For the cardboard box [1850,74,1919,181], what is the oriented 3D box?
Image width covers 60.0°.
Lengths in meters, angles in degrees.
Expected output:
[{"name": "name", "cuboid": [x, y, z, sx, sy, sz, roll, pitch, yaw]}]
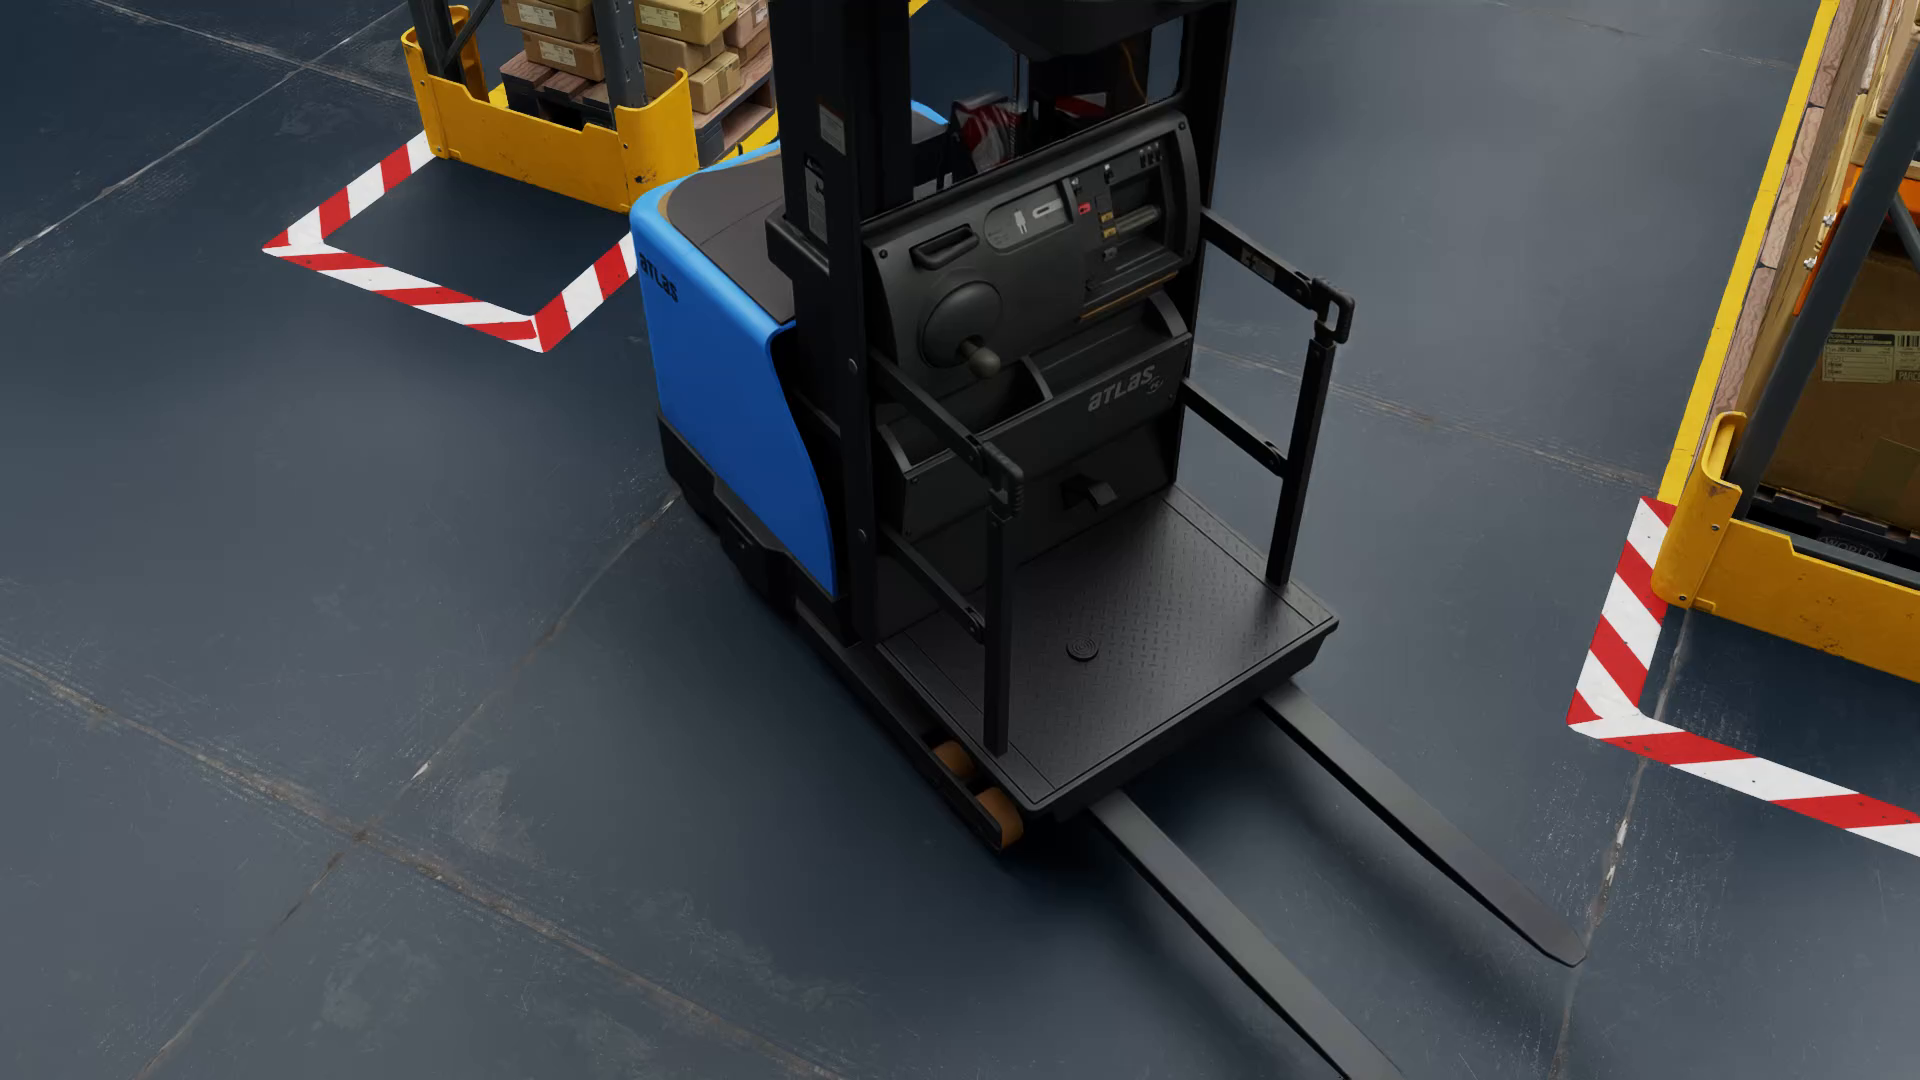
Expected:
[{"name": "cardboard box", "cuboid": [2.580, -1.059, 4.365, 0.380, 0.149, 0.250, 21, 49, 20]}]

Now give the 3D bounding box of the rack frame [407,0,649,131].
[{"name": "rack frame", "cuboid": [-1.640, -2.516, 5.628, 1.000, 3.000, 0.127, 20, 49, 19]}]

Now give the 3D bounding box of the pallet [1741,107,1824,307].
[{"name": "pallet", "cuboid": [3.575, -1.130, 6.218, 1.003, 0.211, 1.213, 20, 49, 19]}]

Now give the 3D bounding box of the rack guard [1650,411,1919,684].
[{"name": "rack guard", "cuboid": [2.695, 0.079, 4.820, 1.175, 0.500, 0.348, 20, 49, 19]}]

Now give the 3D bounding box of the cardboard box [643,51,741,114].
[{"name": "cardboard box", "cuboid": [-1.114, -1.886, 6.714, 0.380, 0.149, 0.250, 21, 49, 20]}]

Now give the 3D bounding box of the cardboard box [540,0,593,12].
[{"name": "cardboard box", "cuboid": [-1.619, -2.288, 6.693, 0.380, 0.149, 0.250, 21, 49, 19]}]

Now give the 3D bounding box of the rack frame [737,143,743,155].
[{"name": "rack frame", "cuboid": [-0.622, -0.861, 5.468, 0.006, 0.900, 0.240, -29, 52, -26]}]

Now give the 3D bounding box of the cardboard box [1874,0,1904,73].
[{"name": "cardboard box", "cuboid": [2.817, -1.382, 4.684, 0.380, 0.149, 0.250, 21, 49, 19]}]

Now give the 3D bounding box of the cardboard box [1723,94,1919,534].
[{"name": "cardboard box", "cuboid": [2.932, -0.645, 4.977, 0.875, 0.875, 0.875, 20, 49, 19]}]

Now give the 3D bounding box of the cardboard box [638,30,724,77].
[{"name": "cardboard box", "cuboid": [-1.170, -2.011, 6.629, 0.380, 0.149, 0.250, 22, 49, 21]}]

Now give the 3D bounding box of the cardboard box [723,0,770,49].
[{"name": "cardboard box", "cuboid": [-0.993, -2.165, 6.781, 0.380, 0.149, 0.250, 20, 49, 19]}]

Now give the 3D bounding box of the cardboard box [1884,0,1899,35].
[{"name": "cardboard box", "cuboid": [2.934, -1.539, 4.839, 0.380, 0.149, 0.250, 21, 49, 20]}]

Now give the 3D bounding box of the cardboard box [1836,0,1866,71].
[{"name": "cardboard box", "cuboid": [4.186, -2.346, 6.658, 0.875, 0.875, 0.875, 20, 49, 19]}]

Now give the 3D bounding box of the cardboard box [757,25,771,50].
[{"name": "cardboard box", "cuboid": [-0.955, -2.236, 7.061, 0.380, 0.149, 0.250, 21, 49, 19]}]

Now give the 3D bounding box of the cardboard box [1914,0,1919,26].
[{"name": "cardboard box", "cuboid": [2.699, -1.524, 4.016, 0.500, 0.500, 0.500, 21, 49, 20]}]

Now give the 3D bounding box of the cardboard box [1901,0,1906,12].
[{"name": "cardboard box", "cuboid": [2.932, -1.579, 4.598, 0.500, 0.250, 0.500, 20, 49, 18]}]

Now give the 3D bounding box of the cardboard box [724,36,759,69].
[{"name": "cardboard box", "cuboid": [-1.065, -2.078, 6.904, 0.380, 0.149, 0.250, 20, 49, 19]}]

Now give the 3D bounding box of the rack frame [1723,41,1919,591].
[{"name": "rack frame", "cuboid": [2.706, -0.815, 3.946, 1.000, 3.000, 0.127, 20, 49, 19]}]

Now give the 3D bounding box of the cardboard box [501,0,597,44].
[{"name": "cardboard box", "cuboid": [-1.648, -2.193, 6.808, 0.380, 0.149, 0.250, 19, 48, 18]}]

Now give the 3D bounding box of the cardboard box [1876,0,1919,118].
[{"name": "cardboard box", "cuboid": [2.696, -1.259, 4.282, 0.500, 0.250, 0.500, 20, 49, 18]}]

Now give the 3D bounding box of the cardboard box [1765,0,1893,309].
[{"name": "cardboard box", "cuboid": [3.355, -1.218, 5.544, 0.875, 0.875, 0.875, 20, 49, 19]}]

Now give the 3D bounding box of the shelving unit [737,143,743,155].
[{"name": "shelving unit", "cuboid": [-0.542, -0.905, 5.512, 0.210, 0.900, 0.258, -29, 52, -26]}]

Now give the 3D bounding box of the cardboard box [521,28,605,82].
[{"name": "cardboard box", "cuboid": [-1.581, -2.062, 6.888, 0.380, 0.149, 0.250, 21, 49, 20]}]

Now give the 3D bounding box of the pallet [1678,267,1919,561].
[{"name": "pallet", "cuboid": [3.008, -0.364, 5.461, 1.003, 0.211, 1.213, 20, 49, 19]}]

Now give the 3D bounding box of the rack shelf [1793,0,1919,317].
[{"name": "rack shelf", "cuboid": [3.634, -1.822, 5.447, 1.077, 0.370, 4.000, 20, 49, 19]}]

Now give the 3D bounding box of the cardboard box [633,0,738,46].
[{"name": "cardboard box", "cuboid": [-1.096, -2.088, 6.496, 0.380, 0.149, 0.250, 18, 48, 17]}]

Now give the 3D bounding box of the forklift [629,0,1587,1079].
[{"name": "forklift", "cuboid": [0.327, -0.609, 3.791, 1.130, 2.935, 3.031, -28, 52, -25]}]

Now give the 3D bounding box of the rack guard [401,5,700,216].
[{"name": "rack guard", "cuboid": [-1.605, -1.685, 6.564, 1.175, 0.500, 0.348, 20, 49, 19]}]

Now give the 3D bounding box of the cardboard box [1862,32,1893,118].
[{"name": "cardboard box", "cuboid": [2.699, -1.224, 4.527, 0.380, 0.149, 0.250, 21, 49, 19]}]

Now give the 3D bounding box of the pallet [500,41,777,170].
[{"name": "pallet", "cuboid": [-1.197, -2.084, 7.161, 1.003, 0.211, 1.213, 20, 49, 19]}]

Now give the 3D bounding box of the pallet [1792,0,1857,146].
[{"name": "pallet", "cuboid": [4.140, -1.901, 6.981, 1.003, 0.211, 1.213, 20, 49, 19]}]

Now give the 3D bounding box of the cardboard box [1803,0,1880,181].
[{"name": "cardboard box", "cuboid": [3.768, -1.779, 6.098, 0.875, 0.875, 0.875, 20, 49, 19]}]
